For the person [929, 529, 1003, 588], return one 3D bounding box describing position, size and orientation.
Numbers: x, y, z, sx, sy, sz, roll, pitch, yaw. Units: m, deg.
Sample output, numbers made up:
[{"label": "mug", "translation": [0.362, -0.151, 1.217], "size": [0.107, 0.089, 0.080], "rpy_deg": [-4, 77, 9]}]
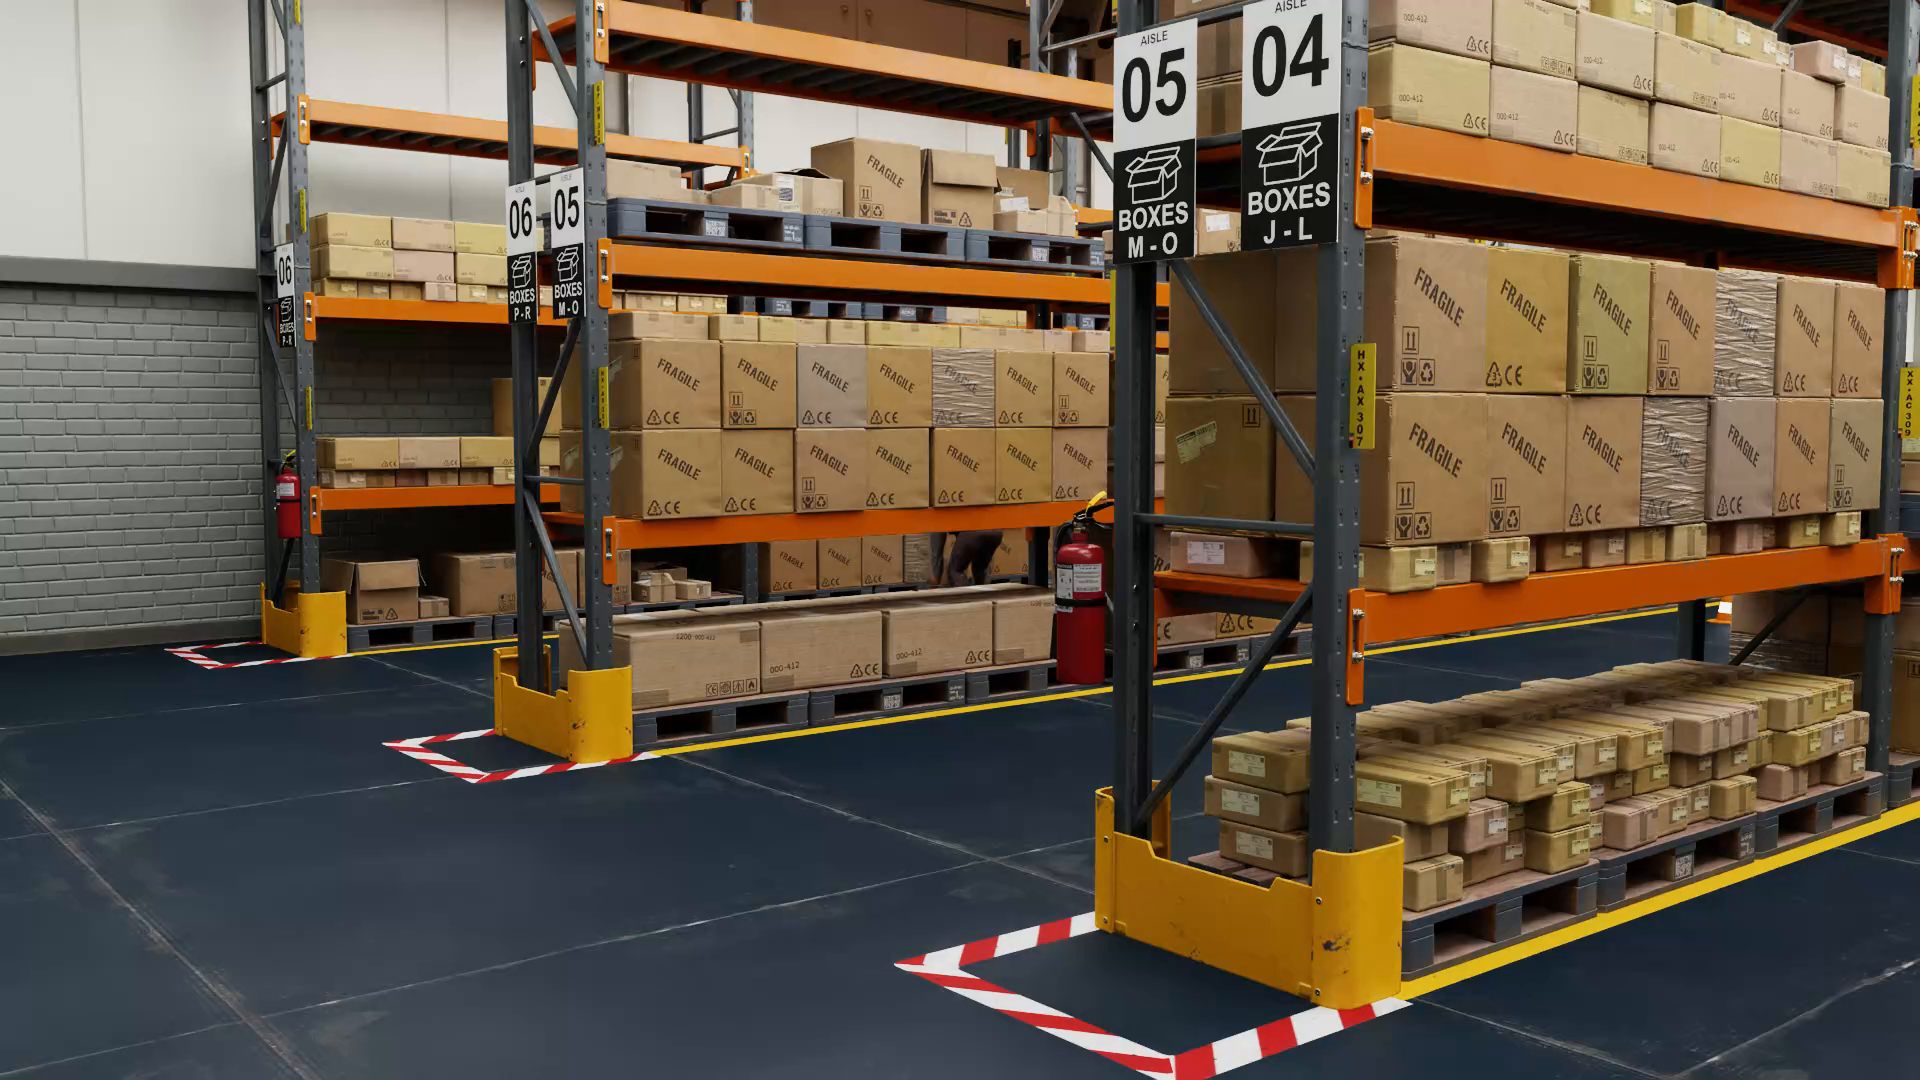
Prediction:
[{"label": "person", "translation": [-0.009, 0.176, 15.331], "size": [0.460, 1.123, 0.959], "rpy_deg": [-4, 6, -41]}]
